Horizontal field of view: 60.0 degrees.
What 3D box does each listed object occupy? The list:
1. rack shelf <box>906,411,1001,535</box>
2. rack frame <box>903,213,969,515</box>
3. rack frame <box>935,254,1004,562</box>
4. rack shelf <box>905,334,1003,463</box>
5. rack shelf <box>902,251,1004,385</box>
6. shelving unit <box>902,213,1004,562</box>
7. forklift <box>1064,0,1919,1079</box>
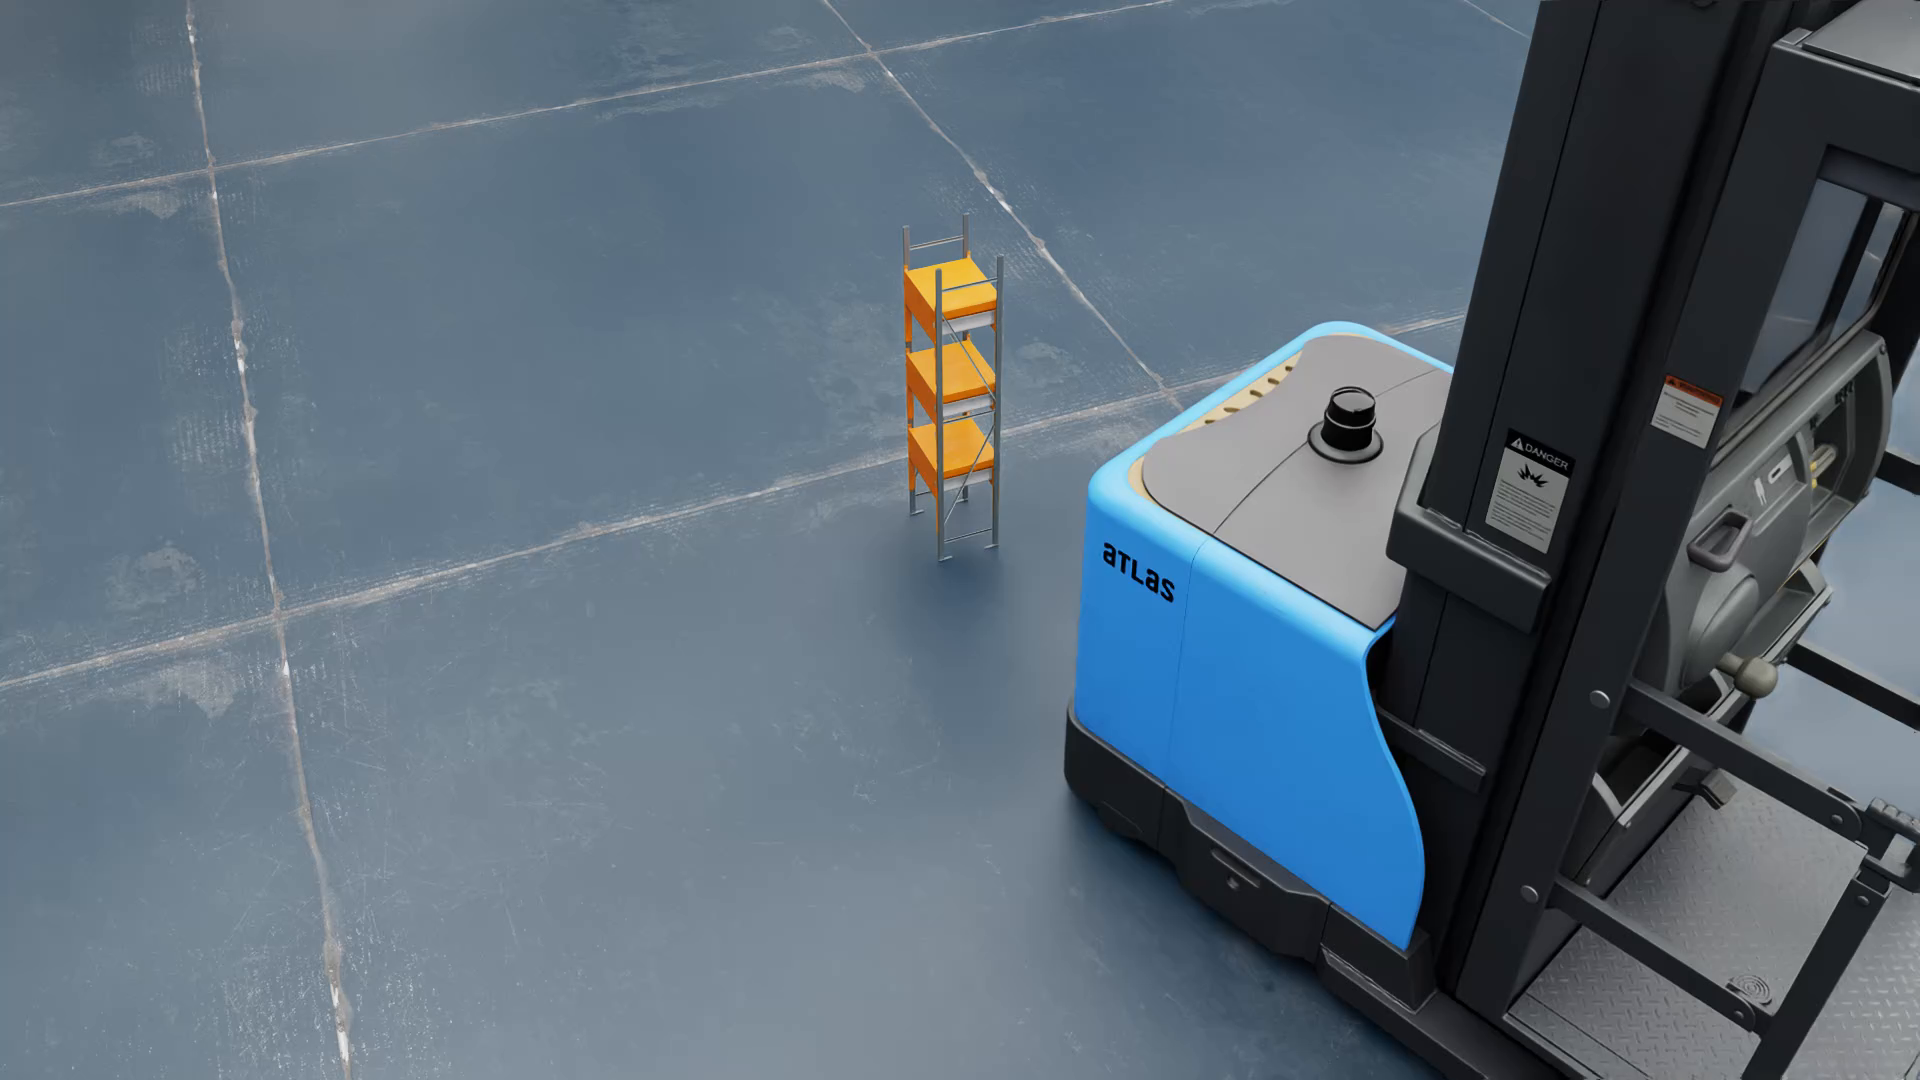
[{"bbox_3d":[-0.020,-0.212,5.133,0.215,0.259,0.240,-15,43,-17],"label":"rack shelf"},{"bbox_3d":[-0.067,-0.504,5.031,0.200,1.050,0.008,-15,43,-17],"label":"rack frame"},{"bbox_3d":[0.026,-0.357,4.860,0.200,1.050,0.008,-15,43,-17],"label":"rack frame"},{"bbox_3d":[-0.020,-0.422,4.952,0.215,0.259,0.240,-15,43,-17],"label":"rack shelf"},{"bbox_3d":[-0.020,-0.637,4.767,0.215,0.259,0.240,-15,43,-17],"label":"rack shelf"},{"bbox_3d":[-0.020,-0.430,4.945,0.215,1.050,0.252,-15,43,-17],"label":"shelving unit"},{"bbox_3d":[1.672,0.016,2.983,1.130,2.935,3.031,-33,51,-32],"label":"forklift"}]
